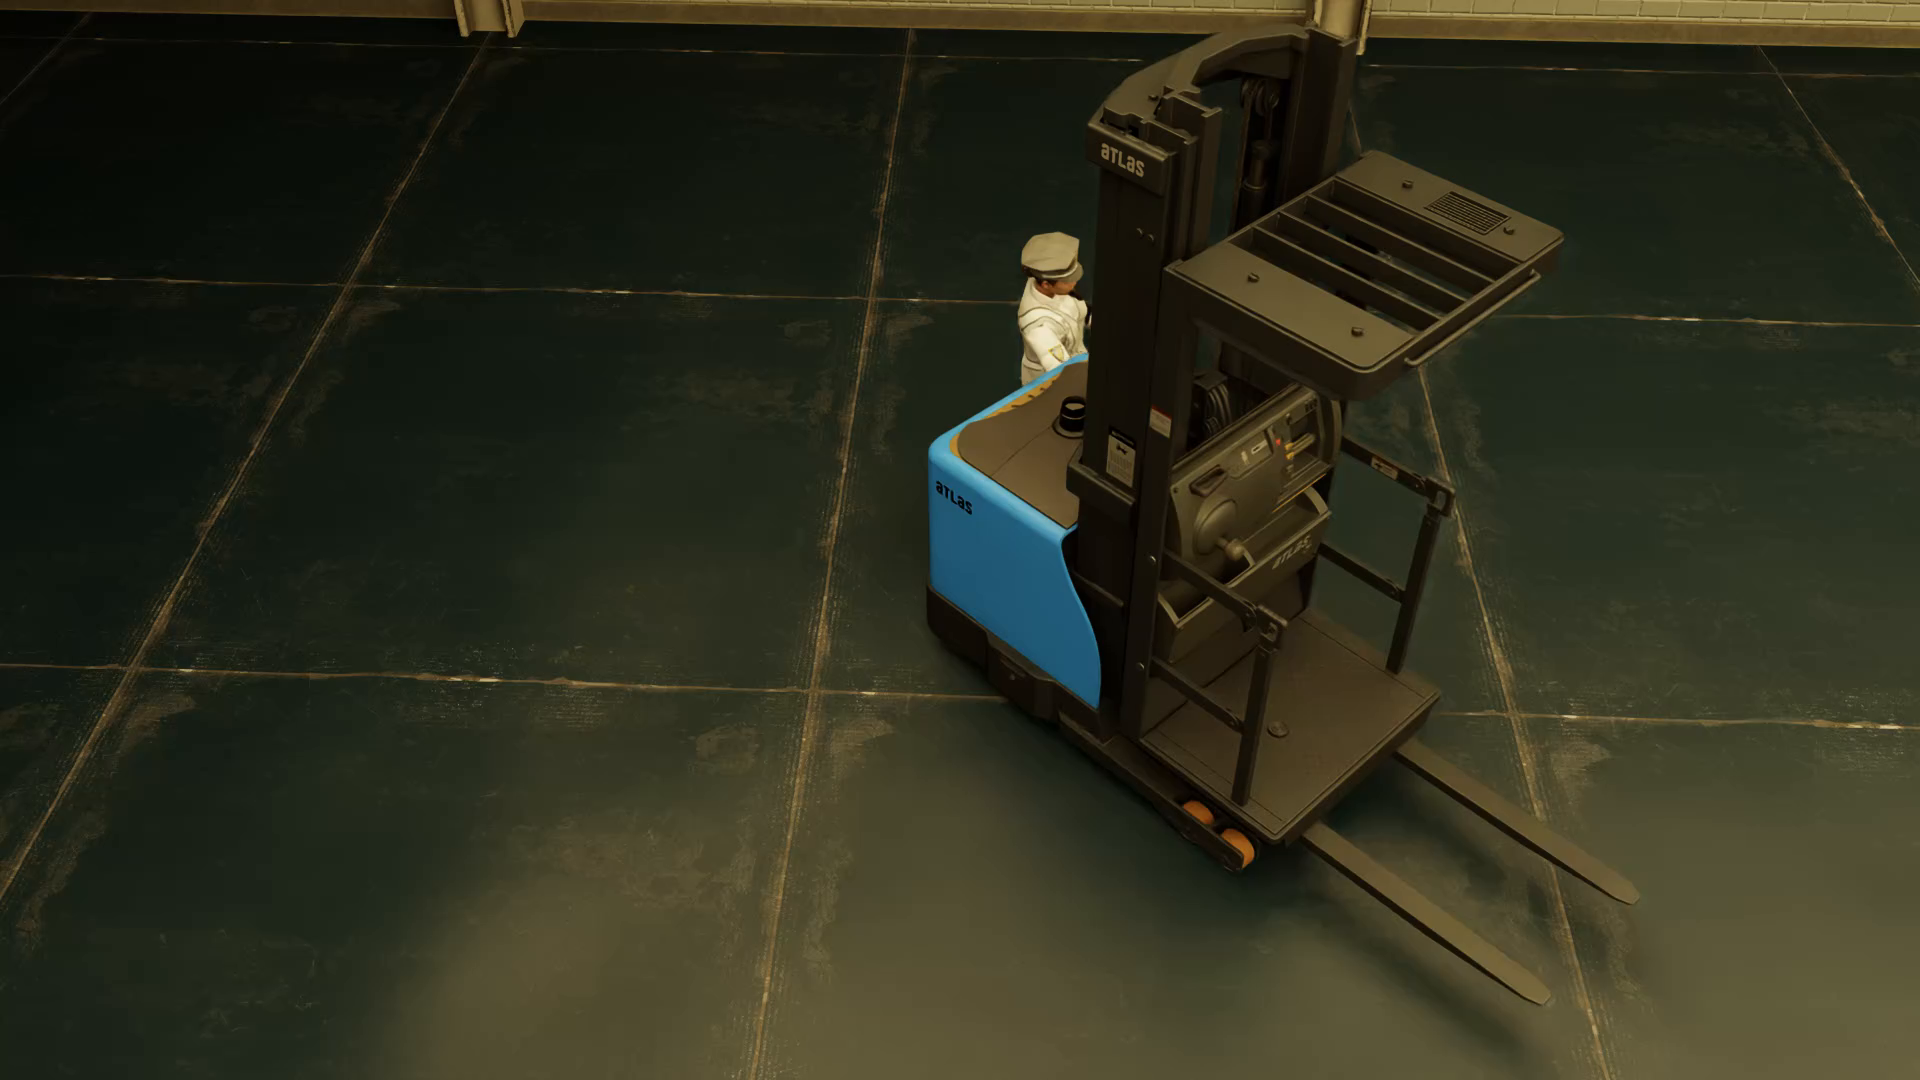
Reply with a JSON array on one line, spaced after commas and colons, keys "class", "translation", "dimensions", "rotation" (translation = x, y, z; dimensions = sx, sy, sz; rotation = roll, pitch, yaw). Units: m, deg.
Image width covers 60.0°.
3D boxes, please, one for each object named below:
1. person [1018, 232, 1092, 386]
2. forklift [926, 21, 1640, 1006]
[{"class": "person", "translation": [0.579, -0.684, 7.540], "dimensions": [0.664, 1.506, 0.750], "rotation": [13, 44, 14]}, {"class": "forklift", "translation": [1.232, -0.186, 5.946], "dimensions": [1.130, 2.935, 3.031], "rotation": [-33, 52, -31]}]
